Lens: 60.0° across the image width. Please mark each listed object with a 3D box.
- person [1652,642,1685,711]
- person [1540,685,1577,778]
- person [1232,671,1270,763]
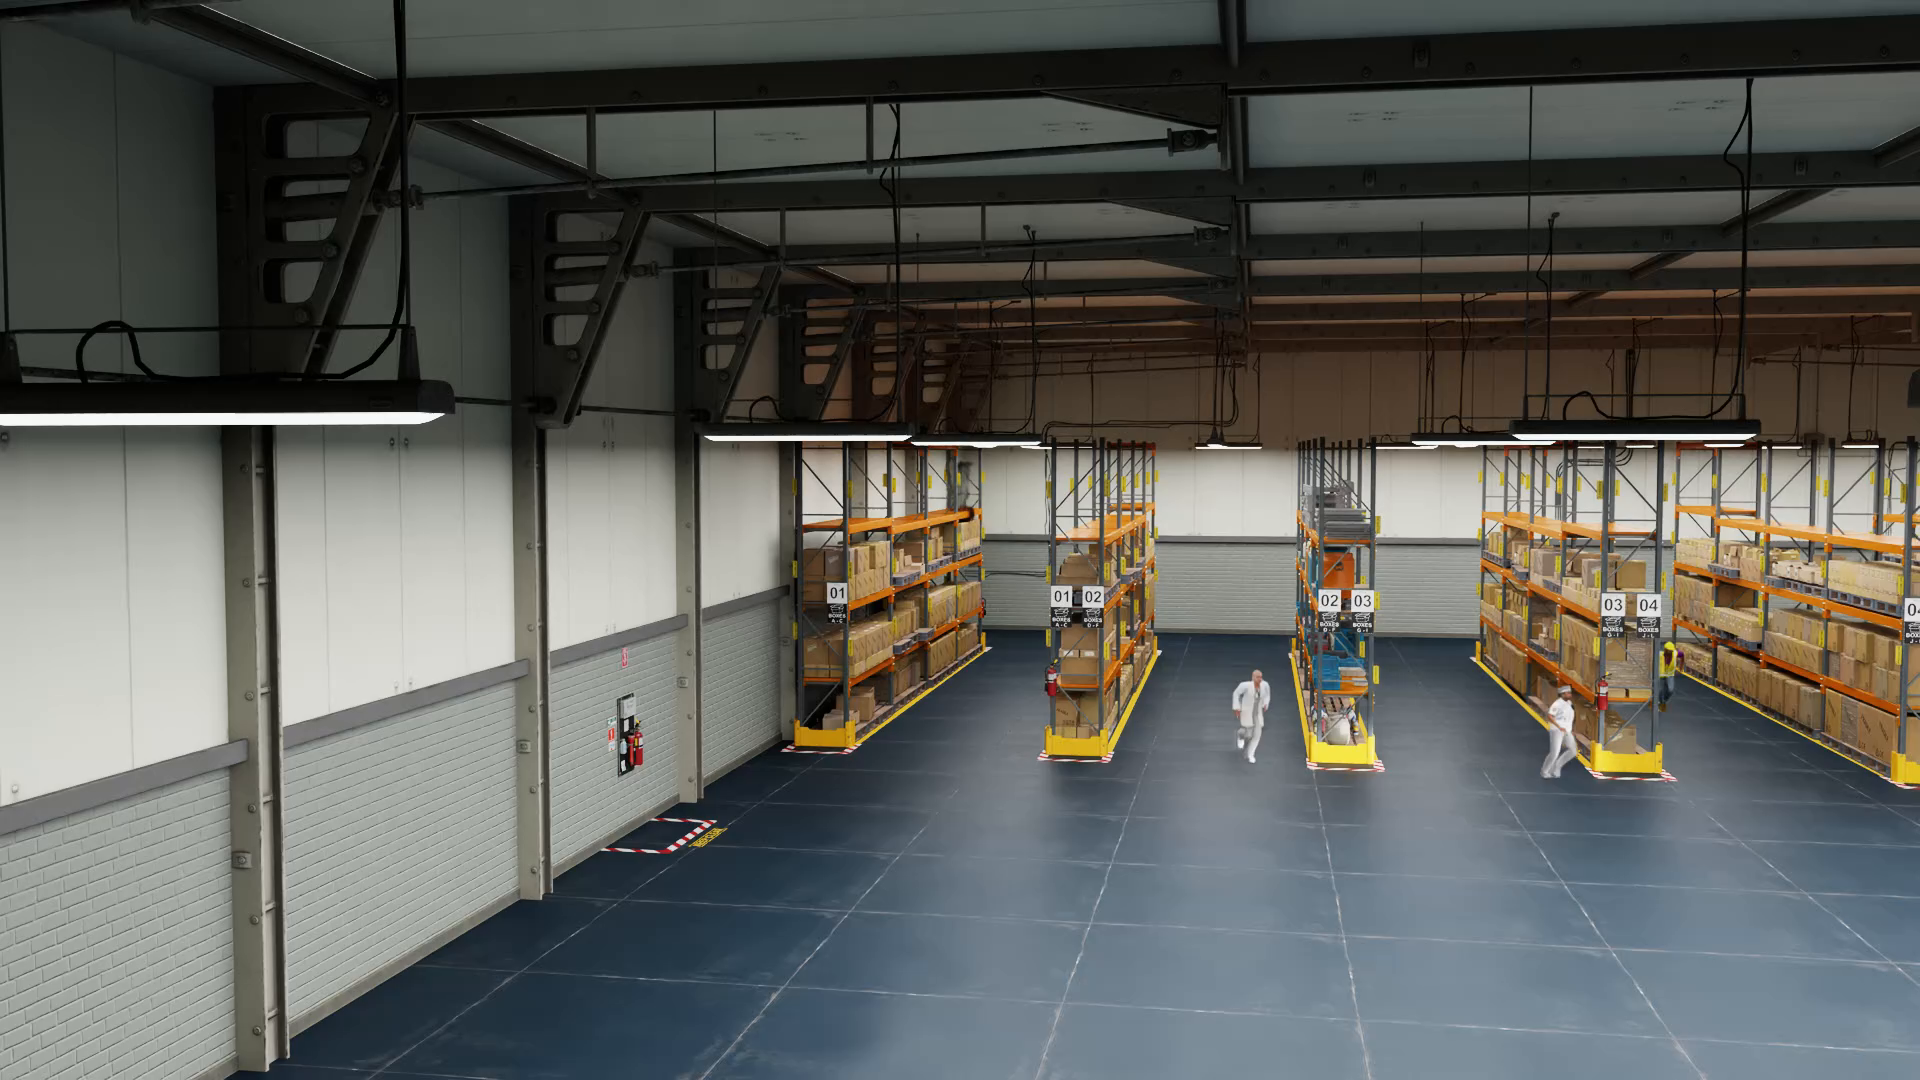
[{"bbox_3d":[15.474,2.992,36.372,0.738,1.582,0.903,0,3,8],"label":"person"},{"bbox_3d":[10.571,3.355,29.155,0.620,1.634,0.573,-2,3,-27],"label":"person"},{"bbox_3d":[5.399,3.301,30.949,0.706,1.616,0.808,-1,3,-19],"label":"person"}]
